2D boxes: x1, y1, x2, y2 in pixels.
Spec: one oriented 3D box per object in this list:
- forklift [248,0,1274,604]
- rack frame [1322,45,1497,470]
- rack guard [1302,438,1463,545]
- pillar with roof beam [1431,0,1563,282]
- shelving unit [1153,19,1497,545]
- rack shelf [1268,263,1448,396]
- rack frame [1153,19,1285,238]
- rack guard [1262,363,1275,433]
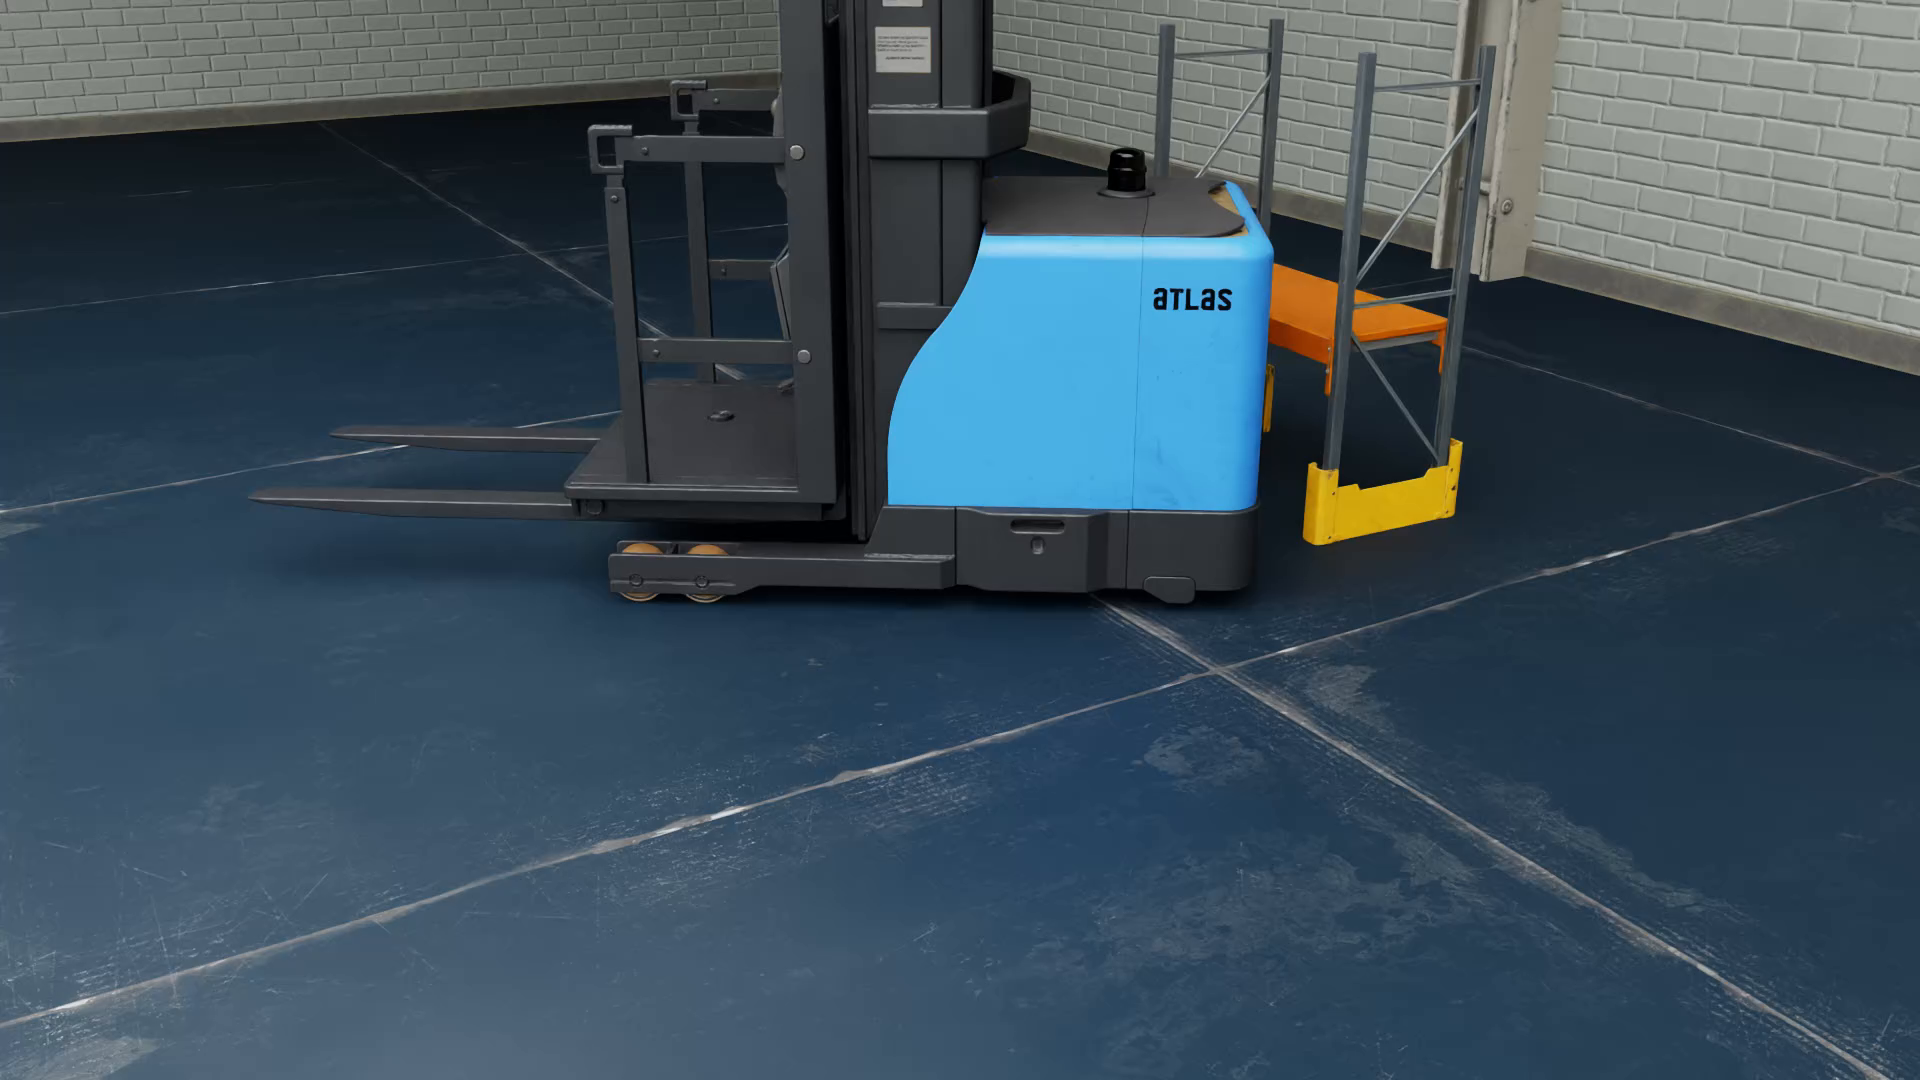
[{"bbox_3d":[-0.628,-1.371,4.793,3.031,2.935,1.130,1,22,3],"label":"forklift"},{"bbox_3d":[1.370,-0.740,5.139,0.500,1.500,0.032,-11,25,-25],"label":"rack frame"},{"bbox_3d":[1.369,-0.161,5.376,0.587,0.250,0.087,-11,25,-25],"label":"rack guard"},{"bbox_3d":[-0.951,-4.766,5.086,9.100,9.000,0.400,-13,25,-28],"label":"pillar with roof beam"},{"bbox_3d":[1.140,-0.907,5.550,0.587,1.500,1.083,-11,25,-25],"label":"shelving unit"},{"bbox_3d":[1.135,-0.743,5.625,0.538,0.185,1.000,-11,25,-25],"label":"rack shelf"},{"bbox_3d":[0.901,-1.079,5.975,0.500,1.500,0.032,-11,25,-25],"label":"rack frame"},{"bbox_3d":[0.910,-0.494,6.194,0.587,0.250,0.087,-11,25,-25],"label":"rack guard"}]
